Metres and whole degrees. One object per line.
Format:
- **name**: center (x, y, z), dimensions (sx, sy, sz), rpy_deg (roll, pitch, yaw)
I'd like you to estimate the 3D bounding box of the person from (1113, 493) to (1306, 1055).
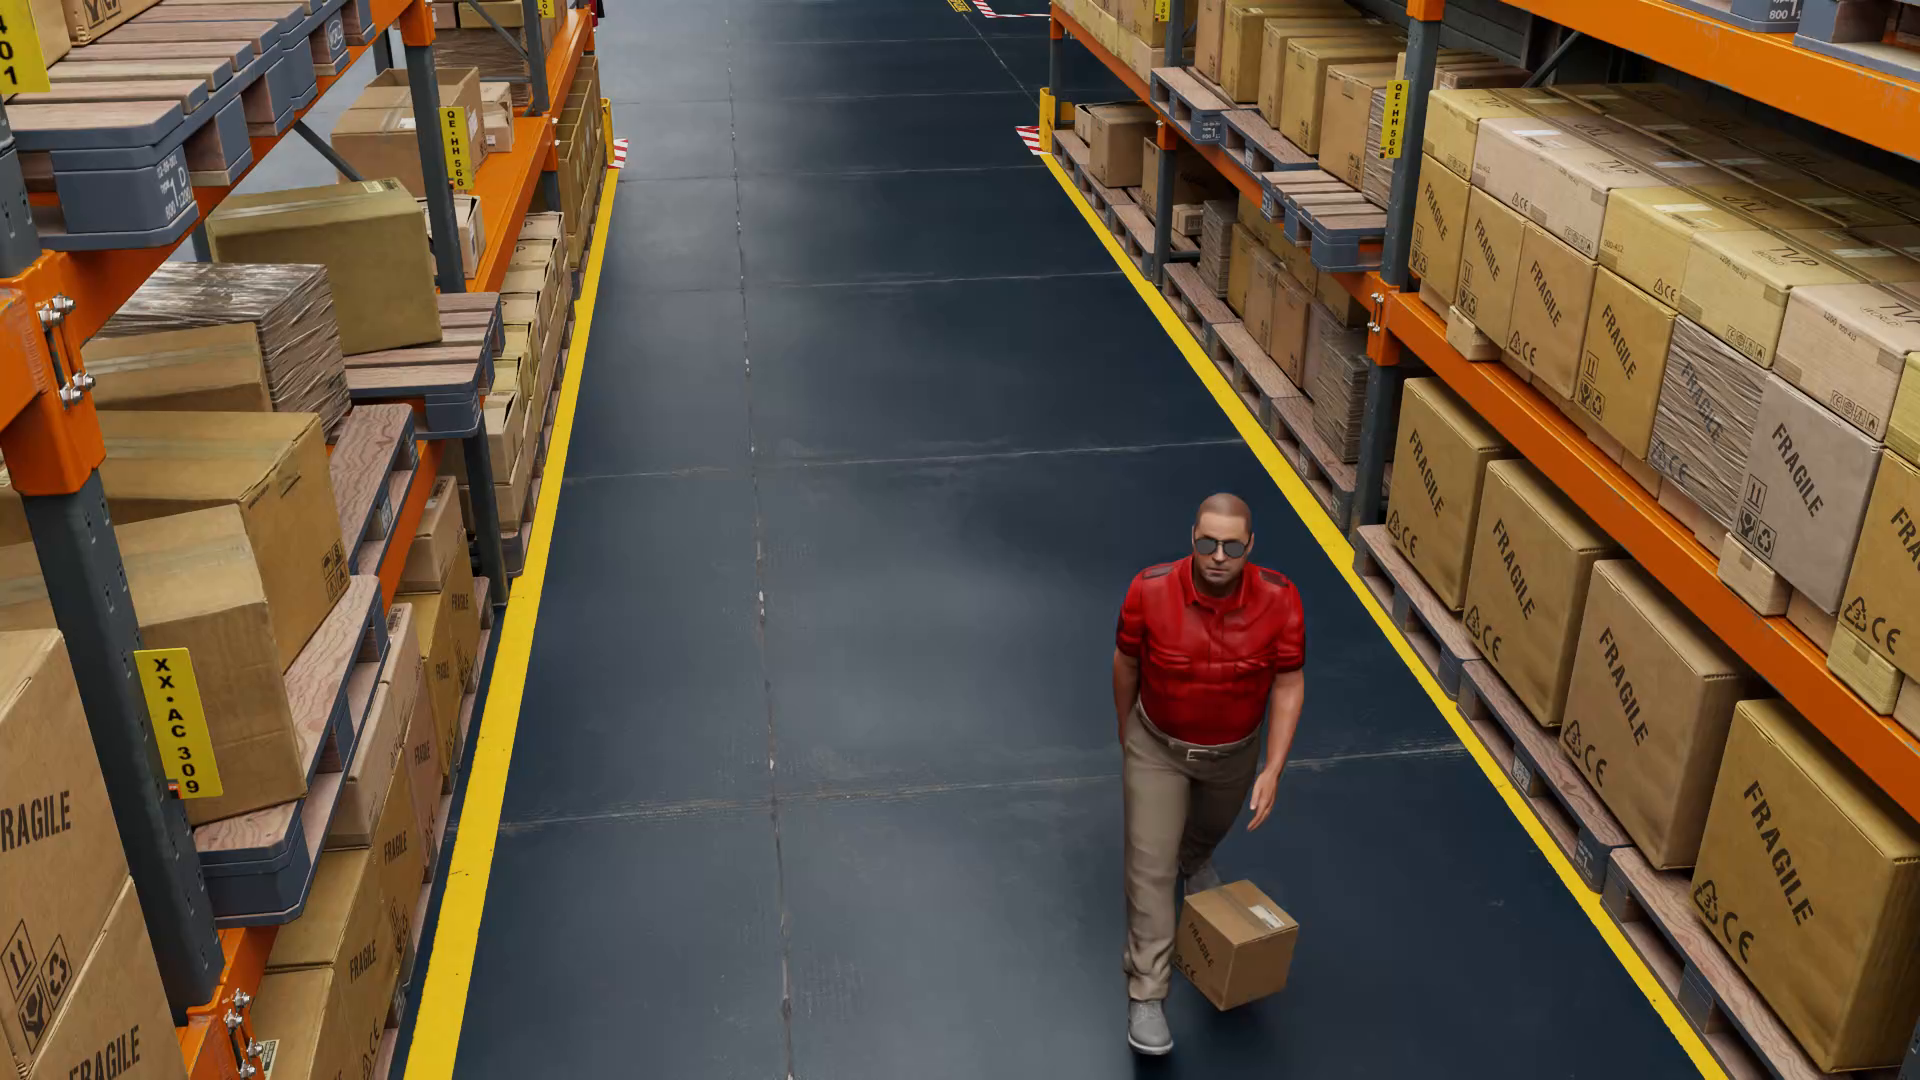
- **person**: center (0.724, 0.649, 4.979), dimensions (0.540, 1.590, 1.044), rpy_deg (0, 27, -1)
